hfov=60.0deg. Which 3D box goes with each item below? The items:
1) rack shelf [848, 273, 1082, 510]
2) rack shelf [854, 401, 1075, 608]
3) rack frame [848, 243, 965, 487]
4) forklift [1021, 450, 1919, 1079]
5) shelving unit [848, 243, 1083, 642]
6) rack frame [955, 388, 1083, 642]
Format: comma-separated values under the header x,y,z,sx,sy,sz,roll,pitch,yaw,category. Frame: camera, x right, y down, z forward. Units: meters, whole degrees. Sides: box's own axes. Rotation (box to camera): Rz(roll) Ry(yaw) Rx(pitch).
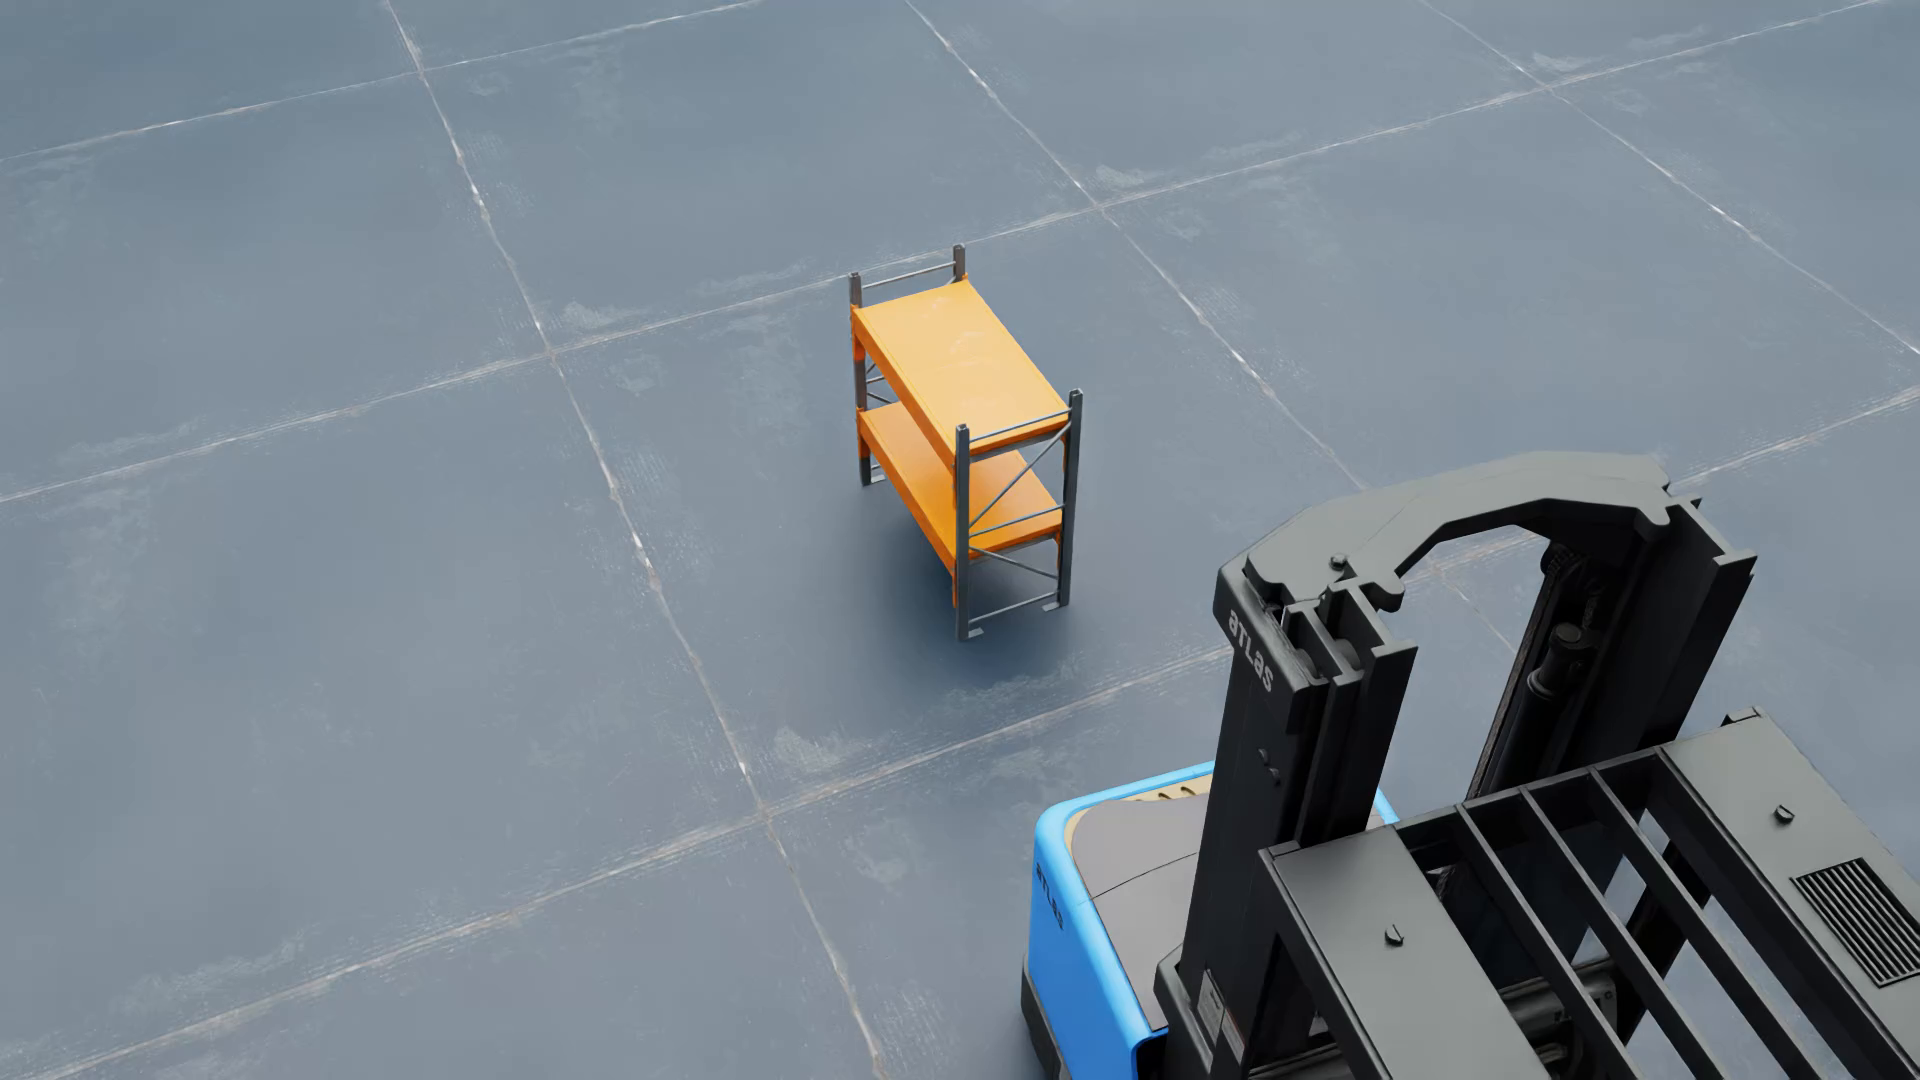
x,y,z,sx,sy,sz,roll,pitch,yaw,category
0.003,-0.604,6.514,0.538,0.278,1.000,-18,47,-17,rack shelf
0.003,-0.222,6.891,0.538,0.278,1.000,-18,47,-17,rack shelf
-0.211,-0.720,7.048,0.500,1.125,0.032,-18,47,-17,rack frame
1.149,1.376,3.638,1.130,2.935,3.031,-13,46,-13,forklift
0.003,-0.396,6.719,0.538,1.125,1.048,-18,47,-17,shelving unit
0.217,-0.072,6.391,0.500,1.125,0.032,-18,47,-17,rack frame
